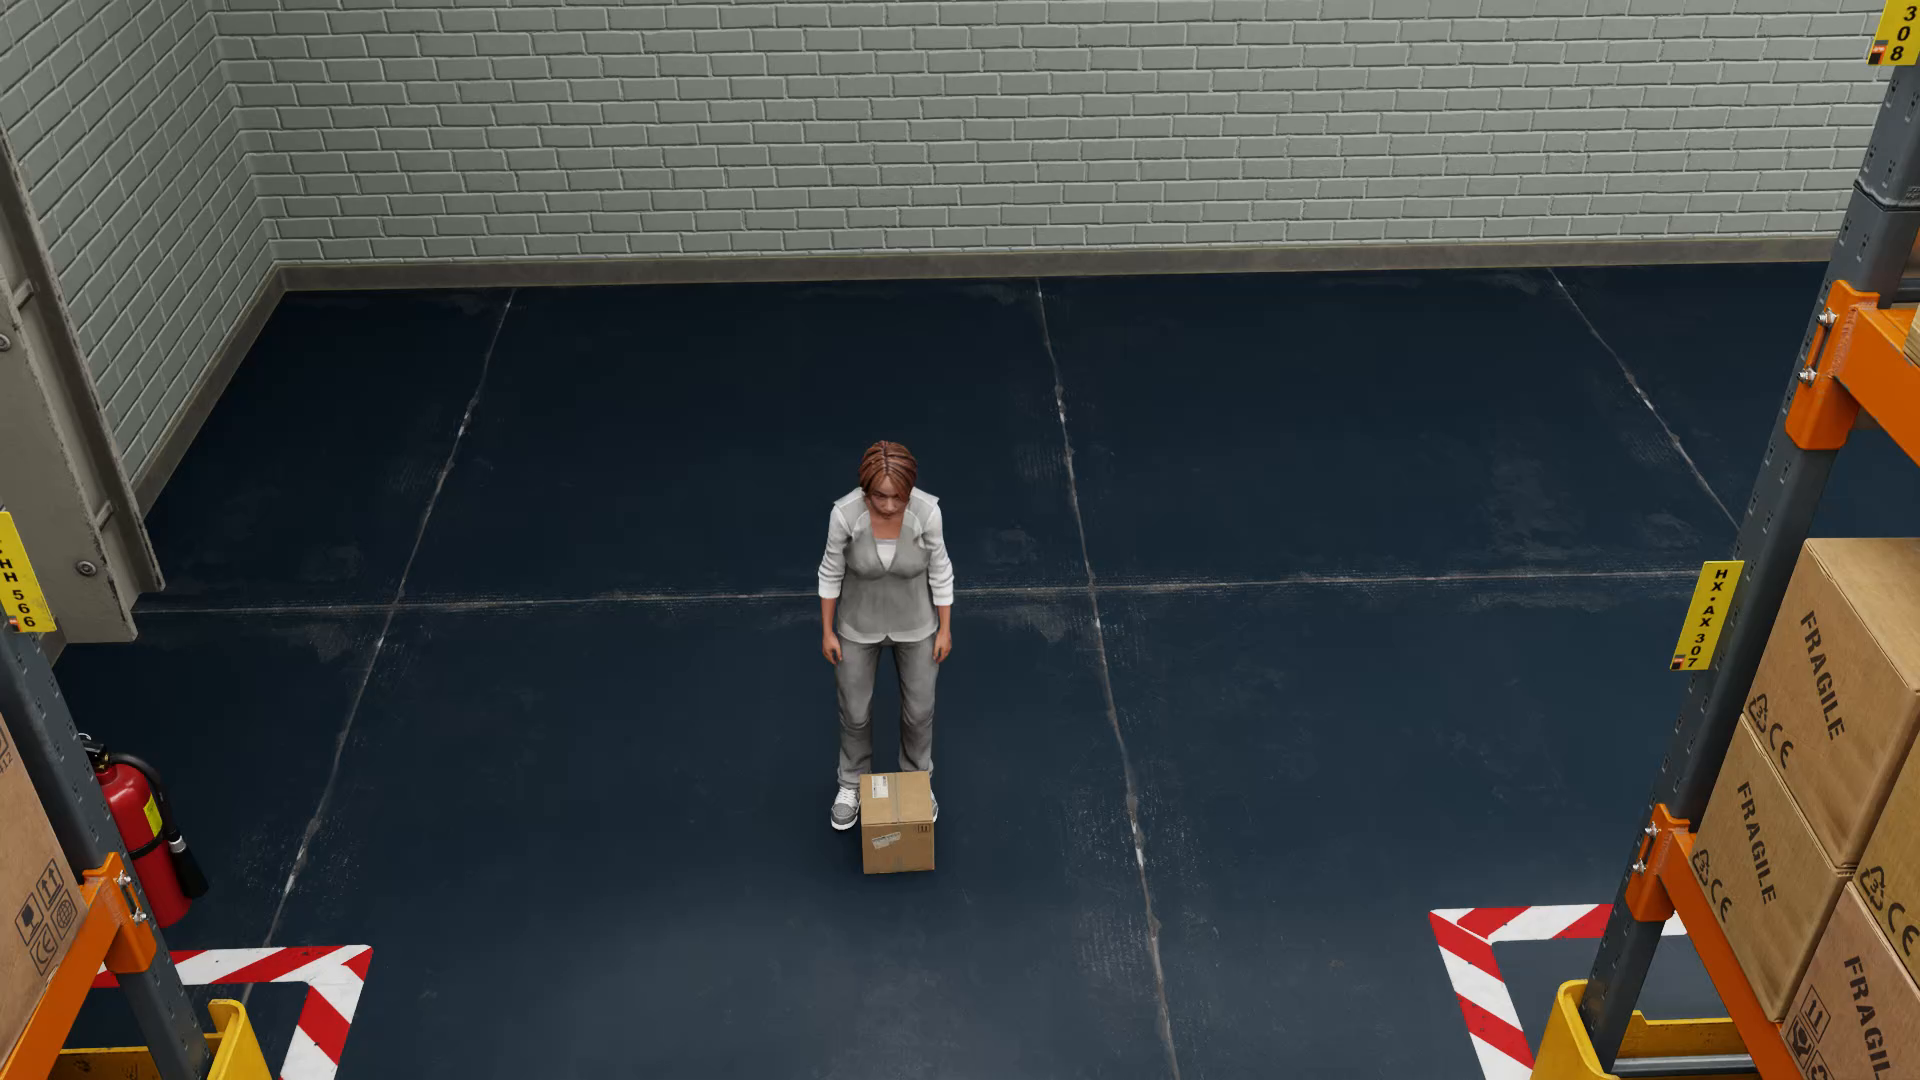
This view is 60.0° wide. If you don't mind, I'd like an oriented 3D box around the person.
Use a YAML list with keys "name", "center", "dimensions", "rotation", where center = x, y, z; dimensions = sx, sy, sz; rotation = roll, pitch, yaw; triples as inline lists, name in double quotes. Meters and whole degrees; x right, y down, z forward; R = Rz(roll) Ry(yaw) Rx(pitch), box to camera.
- name: "person"
  center: [-0.250, 0.318, 5.715]
  dimensions: [0.460, 1.591, 0.345]
  rotation: [-2, 36, -3]
